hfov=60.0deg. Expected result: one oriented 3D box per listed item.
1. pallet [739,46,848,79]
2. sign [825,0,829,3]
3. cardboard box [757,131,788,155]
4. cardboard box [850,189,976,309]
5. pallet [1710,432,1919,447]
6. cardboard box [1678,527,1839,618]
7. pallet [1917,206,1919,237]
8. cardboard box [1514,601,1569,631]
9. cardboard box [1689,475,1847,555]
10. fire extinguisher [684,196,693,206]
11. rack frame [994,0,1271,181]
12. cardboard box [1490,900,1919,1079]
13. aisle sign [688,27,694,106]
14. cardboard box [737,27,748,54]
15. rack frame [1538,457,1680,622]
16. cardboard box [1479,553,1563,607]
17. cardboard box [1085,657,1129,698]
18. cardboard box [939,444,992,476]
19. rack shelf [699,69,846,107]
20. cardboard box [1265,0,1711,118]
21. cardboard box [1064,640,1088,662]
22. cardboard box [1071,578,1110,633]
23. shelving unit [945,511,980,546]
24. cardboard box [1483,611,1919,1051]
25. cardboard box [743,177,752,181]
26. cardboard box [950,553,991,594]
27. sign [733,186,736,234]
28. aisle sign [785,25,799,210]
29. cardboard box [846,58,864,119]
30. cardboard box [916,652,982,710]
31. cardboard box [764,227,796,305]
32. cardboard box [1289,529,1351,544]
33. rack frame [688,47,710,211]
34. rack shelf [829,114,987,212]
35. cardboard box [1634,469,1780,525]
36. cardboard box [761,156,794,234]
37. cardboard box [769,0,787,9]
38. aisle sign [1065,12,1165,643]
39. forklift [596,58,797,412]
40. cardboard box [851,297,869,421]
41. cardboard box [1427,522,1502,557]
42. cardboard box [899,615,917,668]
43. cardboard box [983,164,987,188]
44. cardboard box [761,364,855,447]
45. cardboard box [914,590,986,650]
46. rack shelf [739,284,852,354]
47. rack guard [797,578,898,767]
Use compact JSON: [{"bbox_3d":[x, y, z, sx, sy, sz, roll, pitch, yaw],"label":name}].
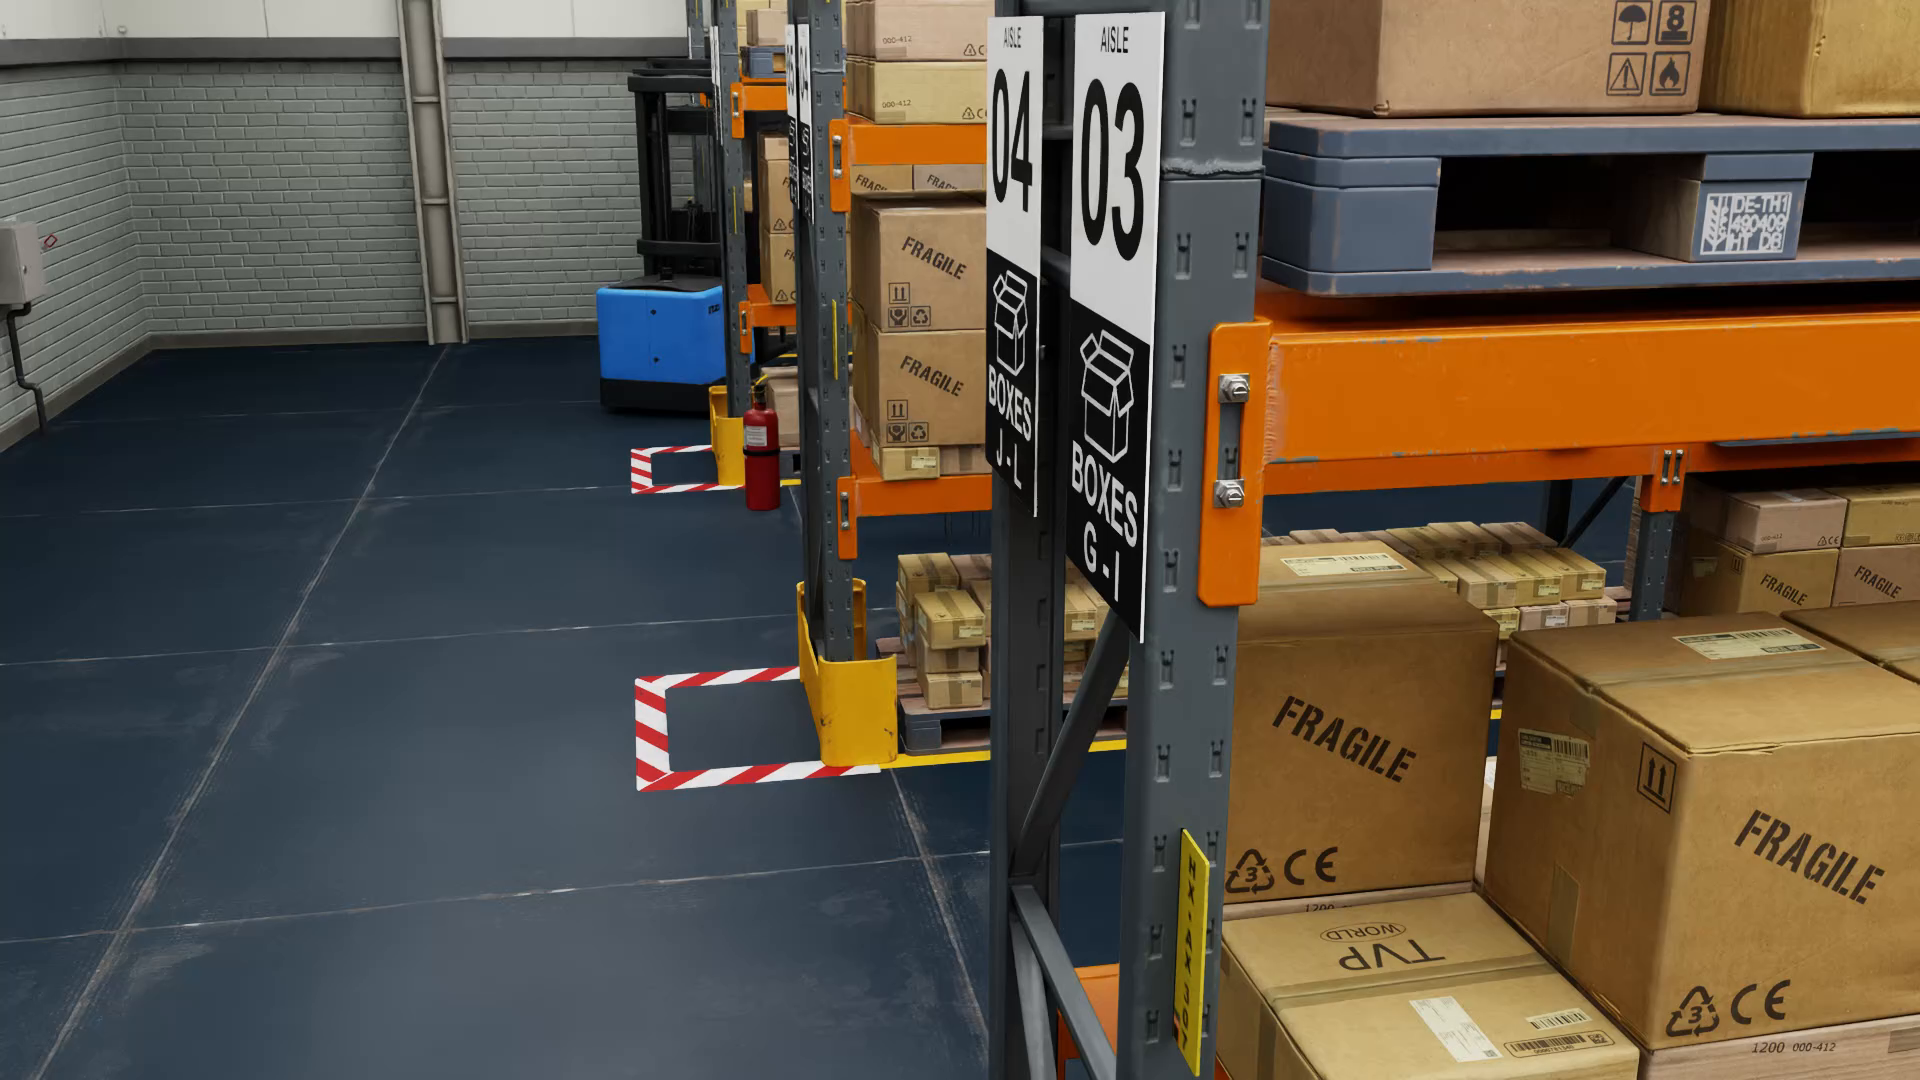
[{"bbox_3d":[-0.939,-3.439,11.941,1.213,0.211,1.003,-3,17,-10],"label":"pallet"},{"bbox_3d":[-0.524,-2.277,6.519,0.005,0.325,0.100,-3,17,-10],"label":"sign"},{"bbox_3d":[-1.351,-2.917,12.221,0.250,0.149,0.380,-3,17,-10],"label":"cardboard box"},{"bbox_3d":[-0.225,-1.347,7.708,0.500,0.500,0.500,-4,17,-12],"label":"cardboard box"},{"bbox_3d":[4.078,-0.713,8.352,1.213,0.211,1.003,-3,17,-10],"label":"pallet"},{"bbox_3d":[4.076,0.225,8.513,0.500,0.500,0.500,-3,17,-8],"label":"cardboard box"},{"bbox_3d":[2.141,-0.651,2.865,1.213,0.211,1.003,-3,17,-10],"label":"pallet"},{"bbox_3d":[2.788,0.343,8.219,0.250,0.149,0.380,-4,18,-13],"label":"cardboard box"},{"bbox_3d":[4.076,-0.134,8.403,0.500,0.250,0.500,-4,18,-13],"label":"cardboard box"},{"bbox_3d":[-2.668,-3.077,16.488,0.183,0.674,0.296,-3,17,-10],"label":"fire extinguisher"},{"bbox_3d":[0.214,-2.014,2.042,0.127,3.000,1.000,-3,17,-10],"label":"rack frame"},{"bbox_3d":[1.246,0.804,2.836,0.500,0.250,0.500,-3,17,-11],"label":"cardboard box"},{"bbox_3d":[-2.622,-4.588,16.213,0.004,0.787,0.394,-3,17,-10],"label":"aisle sign"},{"bbox_3d":[-2.123,-4.884,16.244,0.500,0.250,0.500,-3,17,-11],"label":"cardboard box"},{"bbox_3d":[3.300,-0.804,8.322,0.127,3.000,1.000,-3,17,-10],"label":"rack frame"},{"bbox_3d":[2.757,0.194,8.199,0.250,0.149,0.380,-3,17,-10],"label":"cardboard box"},{"bbox_3d":[0.704,0.607,7.867,0.250,0.149,0.380,-3,17,-10],"label":"cardboard box"},{"bbox_3d":[-0.005,-0.411,7.470,0.250,0.149,0.380,-3,17,-8],"label":"cardboard box"},{"bbox_3d":[-0.647,-4.635,16.910,4.000,0.370,1.077,-3,17,-10],"label":"rack shelf"},{"bbox_3d":[0.715,-0.921,2.536,0.500,0.500,0.700,-4,18,-14],"label":"cardboard box"},{"bbox_3d":[0.439,0.445,7.888,0.250,0.149,0.380,-3,17,-10],"label":"cardboard box"},{"bbox_3d":[0.699,0.300,7.853,0.250,0.149,0.380,-4,18,-13],"label":"cardboard box"},{"bbox_3d":[0.014,-0.574,10.638,0.189,1.200,0.258,-3,17,-10],"label":"shelving unit"},{"bbox_3d":[1.228,0.448,2.716,0.500,0.500,0.500,-4,17,-12],"label":"cardboard box"},{"bbox_3d":[-2.210,-3.606,17.193,0.500,0.250,0.500,-3,17,-9],"label":"cardboard box"},{"bbox_3d":[0.102,0.196,8.192,0.250,0.149,0.380,-3,17,-9],"label":"cardboard box"},{"bbox_3d":[-1.566,-2.294,11.564,0.005,0.325,0.100,-3,17,-10],"label":"sign"},{"bbox_3d":[-0.756,-1.907,7.483,0.004,0.787,0.394,-3,17,-10],"label":"aisle sign"},{"bbox_3d":[-0.231,-2.045,7.509,0.500,0.250,0.500,-4,17,-12],"label":"cardboard box"},{"bbox_3d":[-0.052,0.643,7.748,0.250,0.149,0.380,-3,17,-9],"label":"cardboard box"},{"bbox_3d":[-1.140,-1.995,12.027,0.500,0.500,0.500,-3,17,-11],"label":"cardboard box"},{"bbox_3d":[1.885,0.071,8.599,0.250,0.149,0.380,-3,17,-9],"label":"cardboard box"},{"bbox_3d":[-2.611,-3.434,16.882,0.127,3.000,1.000,-3,17,-10],"label":"rack frame"},{"bbox_3d":[1.336,-1.783,7.625,4.000,0.370,1.077,-3,17,-10],"label":"rack shelf"},{"bbox_3d":[3.983,-0.283,8.890,0.500,0.250,0.500,-4,17,-12],"label":"cardboard box"},{"bbox_3d":[-1.140,-2.473,11.883,0.500,0.500,0.500,-4,17,-12],"label":"cardboard box"},{"bbox_3d":[-1.625,-5.152,16.266,0.500,0.250,0.500,-3,17,-11],"label":"cardboard box"},{"bbox_3d":[0.201,-0.298,2.247,0.004,0.787,0.394,-3,17,-10],"label":"aisle sign"},{"bbox_3d":[-2.208,-2.879,15.193,1.130,2.935,3.031,5,18,15],"label":"forklift"},{"bbox_3d":[-0.235,-0.871,7.861,0.500,0.500,0.500,-3,17,-9],"label":"cardboard box"},{"bbox_3d":[2.641,0.031,8.729,0.250,0.149,0.380,-2,17,-8],"label":"cardboard box"},{"bbox_3d":[-0.150,0.491,8.245,0.250,0.149,0.380,-3,17,-10],"label":"cardboard box"},{"bbox_3d":[0.359,-2.563,12.175,0.500,0.500,0.500,-3,17,-10],"label":"cardboard box"},{"bbox_3d":[-1.037,-1.045,12.752,0.875,0.438,0.875,-4,17,-12],"label":"cardboard box"},{"bbox_3d":[-0.049,0.365,7.642,0.250,0.149,0.380,-4,18,-13],"label":"cardboard box"},{"bbox_3d":[0.298,-1.771,12.693,4.000,0.370,1.077,-3,17,-10],"label":"rack shelf"},{"bbox_3d":[-0.553,0.609,7.977,0.348,0.500,1.175,-3,17,-10],"label":"rack guard"}]
